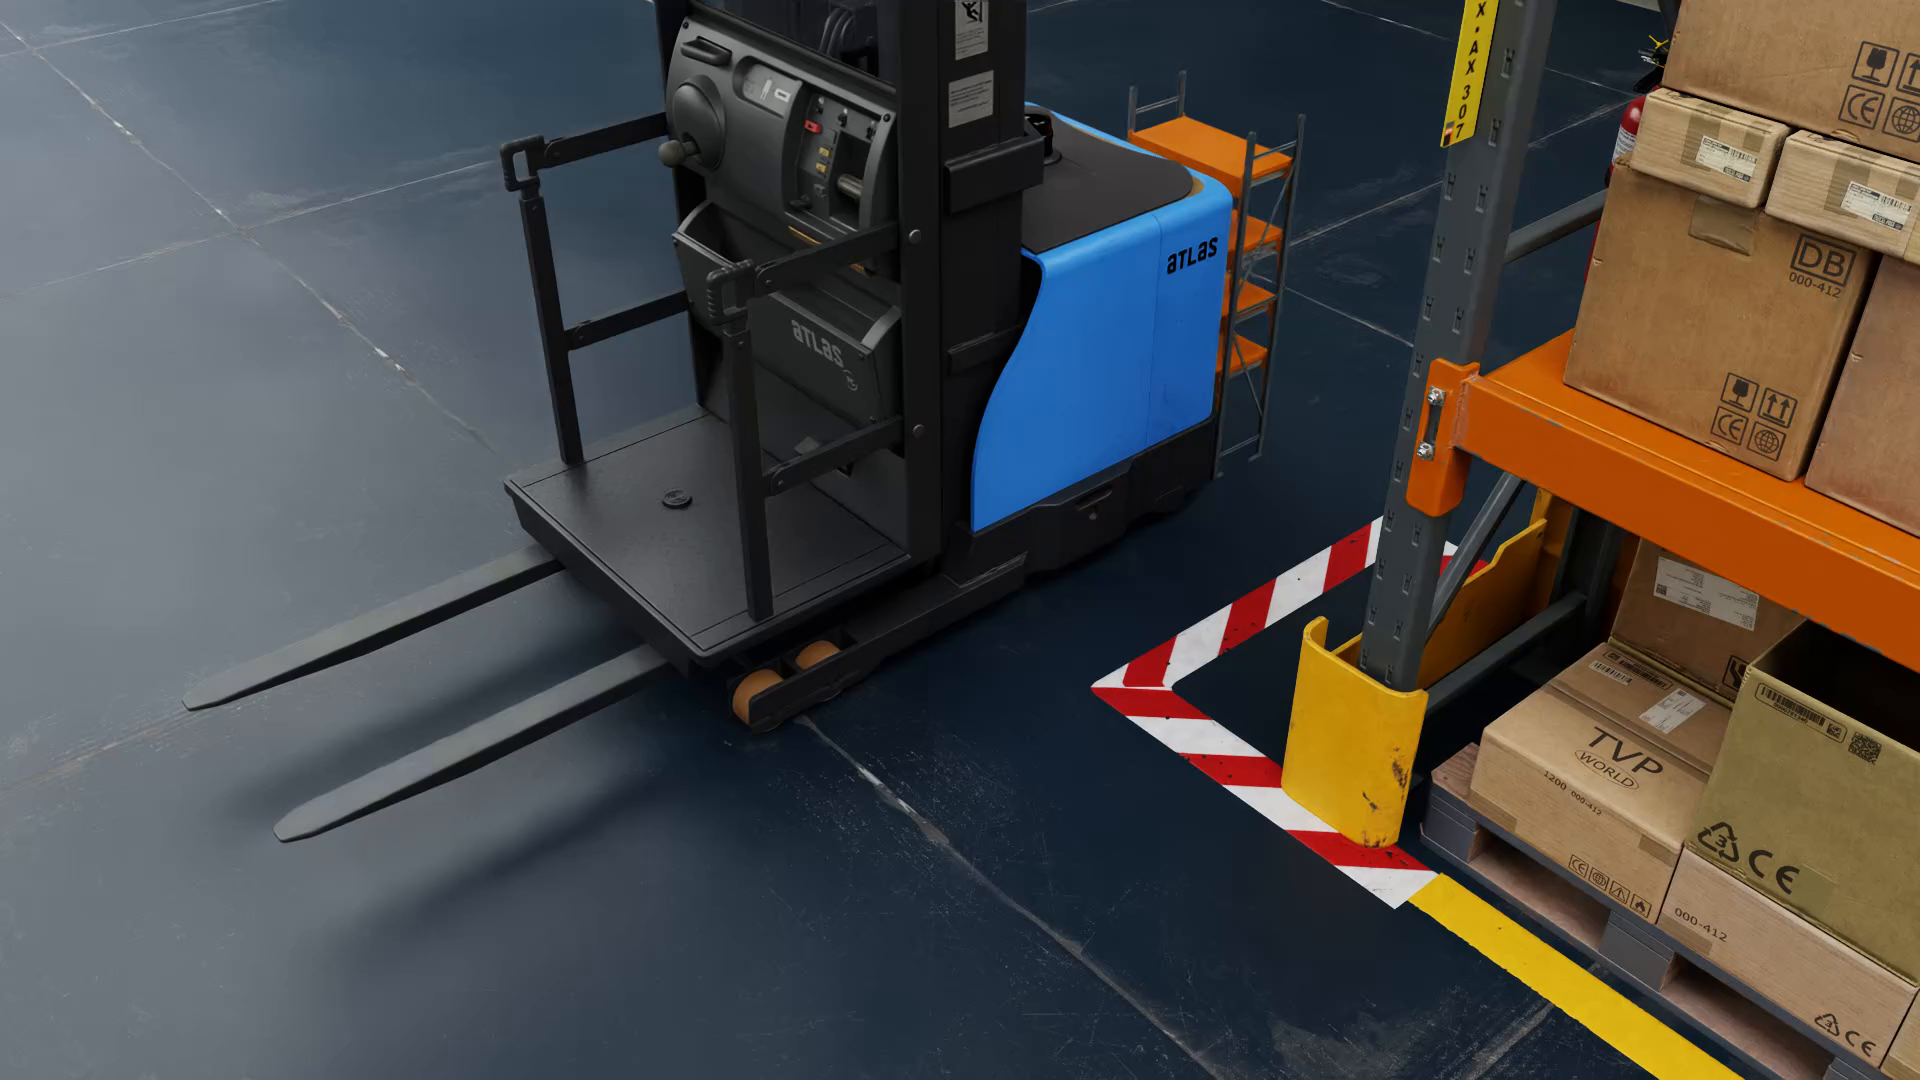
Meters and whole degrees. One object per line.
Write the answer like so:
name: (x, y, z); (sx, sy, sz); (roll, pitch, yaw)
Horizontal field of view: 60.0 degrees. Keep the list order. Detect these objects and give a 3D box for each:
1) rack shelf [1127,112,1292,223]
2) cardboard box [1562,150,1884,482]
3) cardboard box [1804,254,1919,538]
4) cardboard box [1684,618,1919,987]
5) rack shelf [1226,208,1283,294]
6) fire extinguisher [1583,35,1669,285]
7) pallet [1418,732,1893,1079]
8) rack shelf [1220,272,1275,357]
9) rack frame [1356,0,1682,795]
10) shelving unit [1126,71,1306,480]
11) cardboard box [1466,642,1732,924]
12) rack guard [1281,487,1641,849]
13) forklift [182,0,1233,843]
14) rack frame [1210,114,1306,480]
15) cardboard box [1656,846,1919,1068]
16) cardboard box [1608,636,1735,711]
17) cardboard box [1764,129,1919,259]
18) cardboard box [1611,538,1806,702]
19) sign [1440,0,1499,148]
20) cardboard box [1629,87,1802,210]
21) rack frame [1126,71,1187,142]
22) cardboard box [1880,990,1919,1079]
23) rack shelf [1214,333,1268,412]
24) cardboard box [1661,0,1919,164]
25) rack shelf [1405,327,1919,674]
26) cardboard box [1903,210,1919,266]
rack shelf: (0.778, -1.166, 5.176); (0.258, 0.148, 0.480); (-25, 43, -32)
cardboard box: (1.676, -0.549, 3.343); (0.700, 0.500, 0.500); (-26, 43, -32)
cardboard box: (2.019, -0.319, 3.018); (0.700, 0.500, 0.500); (-25, 42, -31)
cardboard box: (1.885, 0.466, 3.364); (0.500, 0.500, 0.500); (-26, 43, -32)
rack shelf: (0.776, -0.972, 5.311); (0.258, 0.148, 0.480); (-25, 43, -32)
fire extinguisher: (1.663, -0.913, 4.010); (0.296, 0.674, 0.183); (-26, 43, -32)
pallet: (1.910, 0.741, 4.021); (1.003, 0.211, 1.213); (-26, 43, -32)
rack shelf: (0.774, -0.789, 5.439); (0.258, 0.148, 0.480); (-25, 43, -32)
rack frame: (1.385, -0.719, 3.670); (1.000, 3.000, 0.127); (-26, 43, -32)
shelving unit: (0.775, -0.844, 5.401); (0.258, 1.200, 0.503); (-25, 43, -32)
cardboard box: (1.561, 0.552, 3.892); (0.500, 0.250, 0.500); (-26, 43, -32)
rack guard: (1.369, 0.291, 4.407); (1.175, 0.500, 0.348); (-26, 43, -32)
forklift: (-0.636, -1.021, 4.155); (3.031, 2.935, 1.130); (-26, 43, -32)
rack frame: (0.932, -0.736, 5.248); (0.240, 1.200, 0.015); (-25, 43, -32)
cardboard box: (1.886, 0.771, 3.582); (0.500, 0.250, 0.500); (-26, 43, -32)
cardboard box: (1.957, 0.358, 4.164); (0.500, 0.250, 0.500); (-26, 43, -32)
cardboard box: (1.646, -0.655, 2.932); (0.380, 0.149, 0.250); (-27, 43, -33)
cardboard box: (1.958, 0.052, 3.949); (0.500, 0.500, 0.500); (-26, 43, -32)
sign: (0.957, -0.900, 3.108); (0.100, 0.325, 0.005); (-26, 43, -32)
cardboard box: (1.474, -0.771, 3.095); (0.380, 0.149, 0.250); (-26, 43, -32)
rack frame: (0.618, -0.952, 5.553); (0.240, 1.200, 0.015); (-25, 43, -32)
cardboard box: (2.209, 0.992, 3.270); (0.500, 0.250, 0.500); (-26, 43, -32)
rack shelf: (0.773, -0.626, 5.553); (0.258, 0.148, 0.480); (-25, 43, -32)
cardboard box: (1.710, -1.055, 2.935); (0.700, 0.500, 0.500); (-26, 43, -32)
rack shelf: (2.675, 0.458, 2.631); (1.077, 0.370, 4.000); (-26, 43, -32)
cardboard box: (1.806, -0.545, 2.776); (0.380, 0.149, 0.250); (-26, 43, -32)
